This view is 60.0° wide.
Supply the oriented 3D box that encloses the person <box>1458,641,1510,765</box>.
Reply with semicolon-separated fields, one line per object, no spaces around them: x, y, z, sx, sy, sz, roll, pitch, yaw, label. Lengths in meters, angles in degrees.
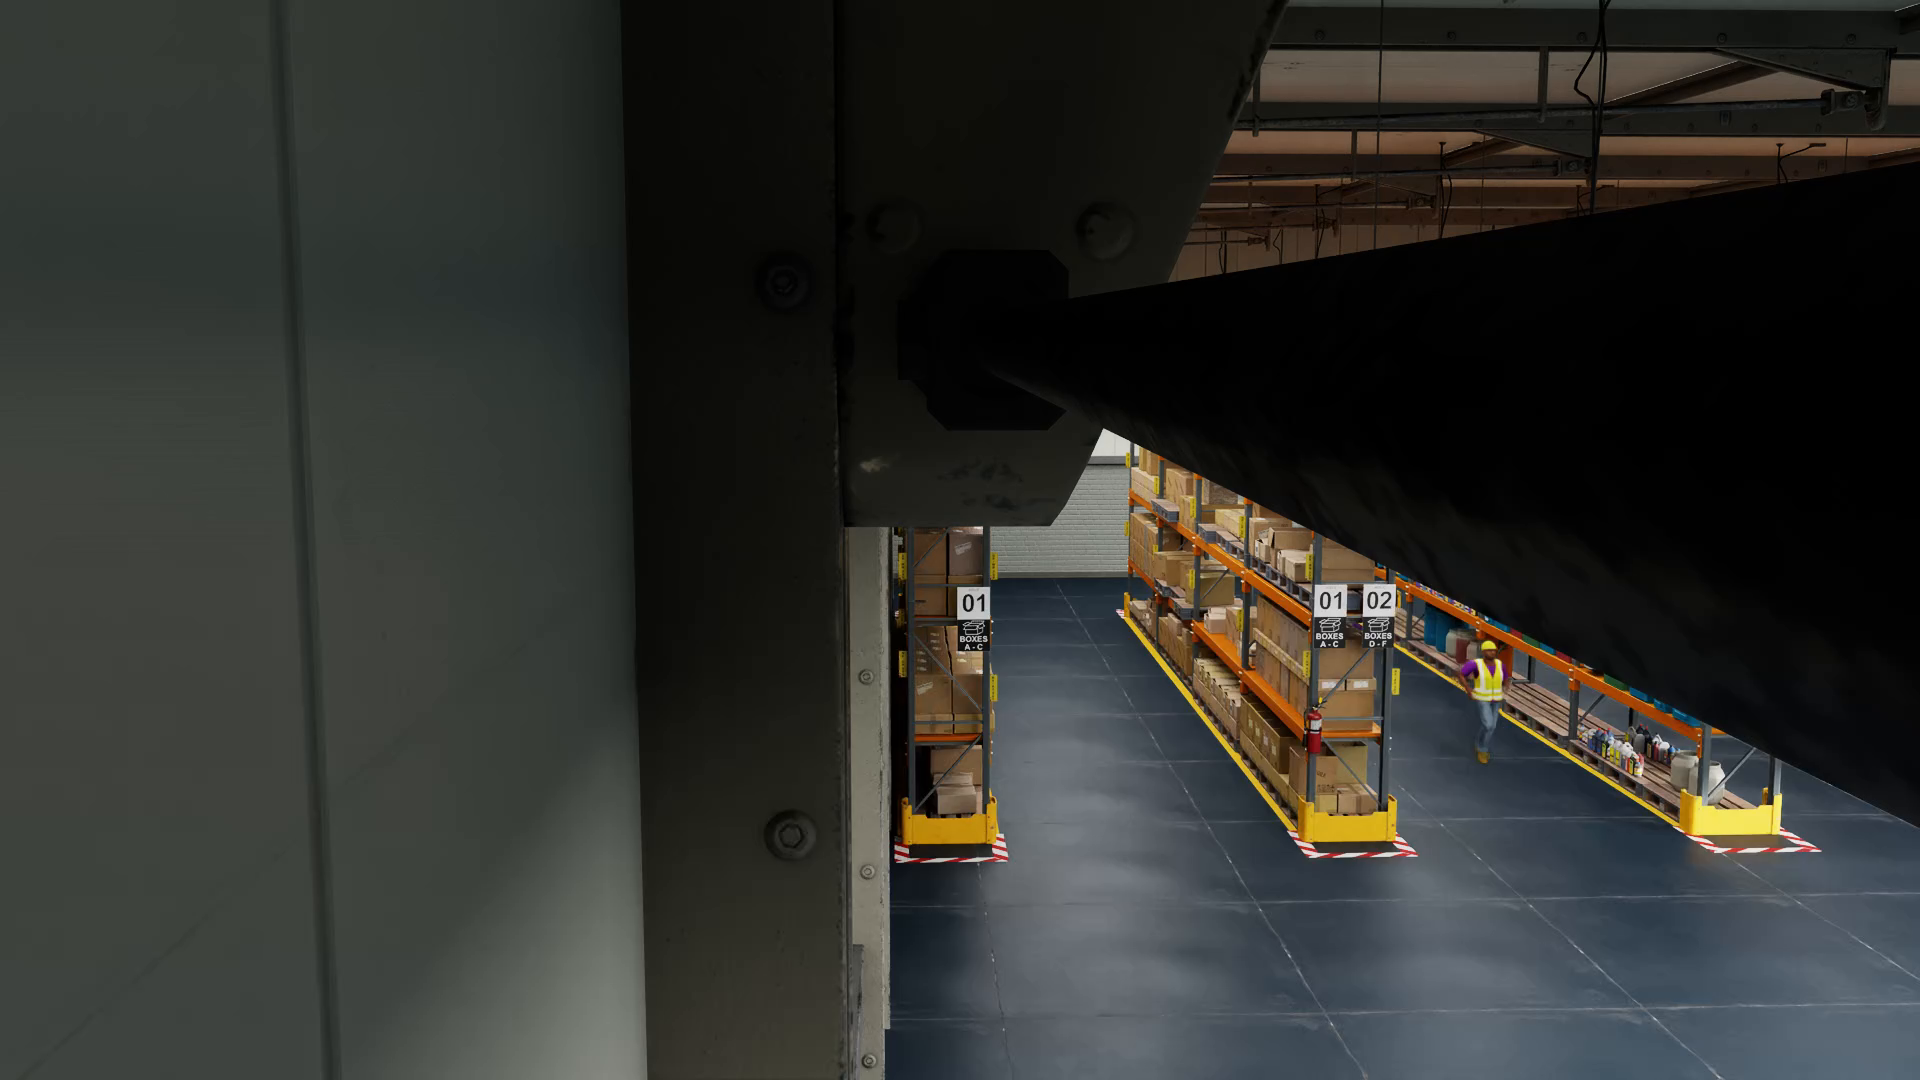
7.694;2.369;24.225;0.674;1.809;0.696;-2;7;-12;person
